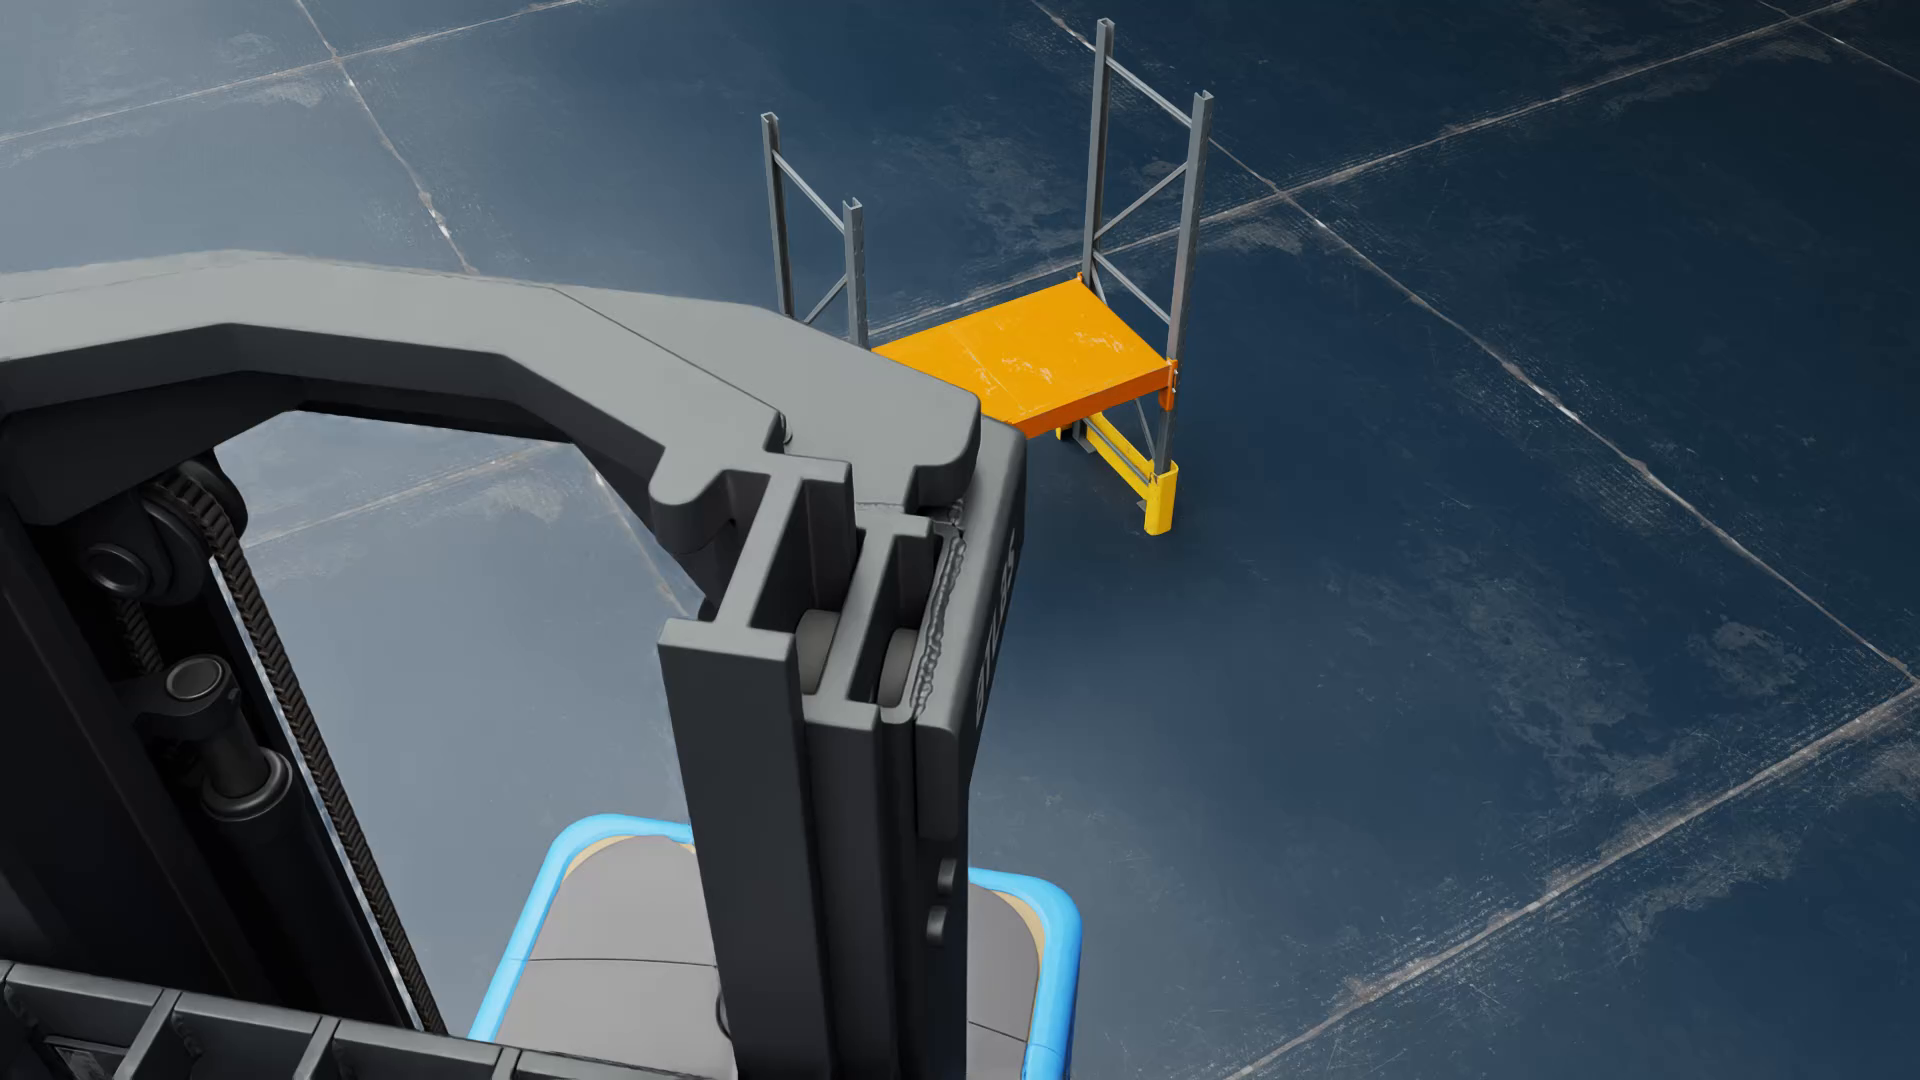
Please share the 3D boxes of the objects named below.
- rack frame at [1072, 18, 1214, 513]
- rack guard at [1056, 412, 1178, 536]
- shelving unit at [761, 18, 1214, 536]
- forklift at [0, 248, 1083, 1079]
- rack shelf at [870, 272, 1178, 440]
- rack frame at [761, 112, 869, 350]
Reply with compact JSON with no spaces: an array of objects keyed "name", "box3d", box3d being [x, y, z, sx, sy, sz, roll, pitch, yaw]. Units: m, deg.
[{"name":"rack frame","box3d":[0.515,-0.744,4.940,0.032,1.500,0.500,-22,48,-21]},{"name":"rack guard","box3d":[0.498,-0.289,5.368,0.087,0.250,0.587,-22,48,-21]},{"name":"shelving unit","box3d":[0.066,-0.565,4.755,1.083,1.500,0.587,-22,48,-21]},{"name":"forklift","box3d":[-0.529,1.303,1.803,1.130,2.935,3.031,7,45,7]},{"name":"rack shelf","box3d":[0.074,-0.439,4.883,1.000,0.185,0.538,-22,48,-21]},{"name":"rack frame","box3d":[-0.367,-0.391,4.576,0.032,1.500,0.500,-22,48,-21]}]
